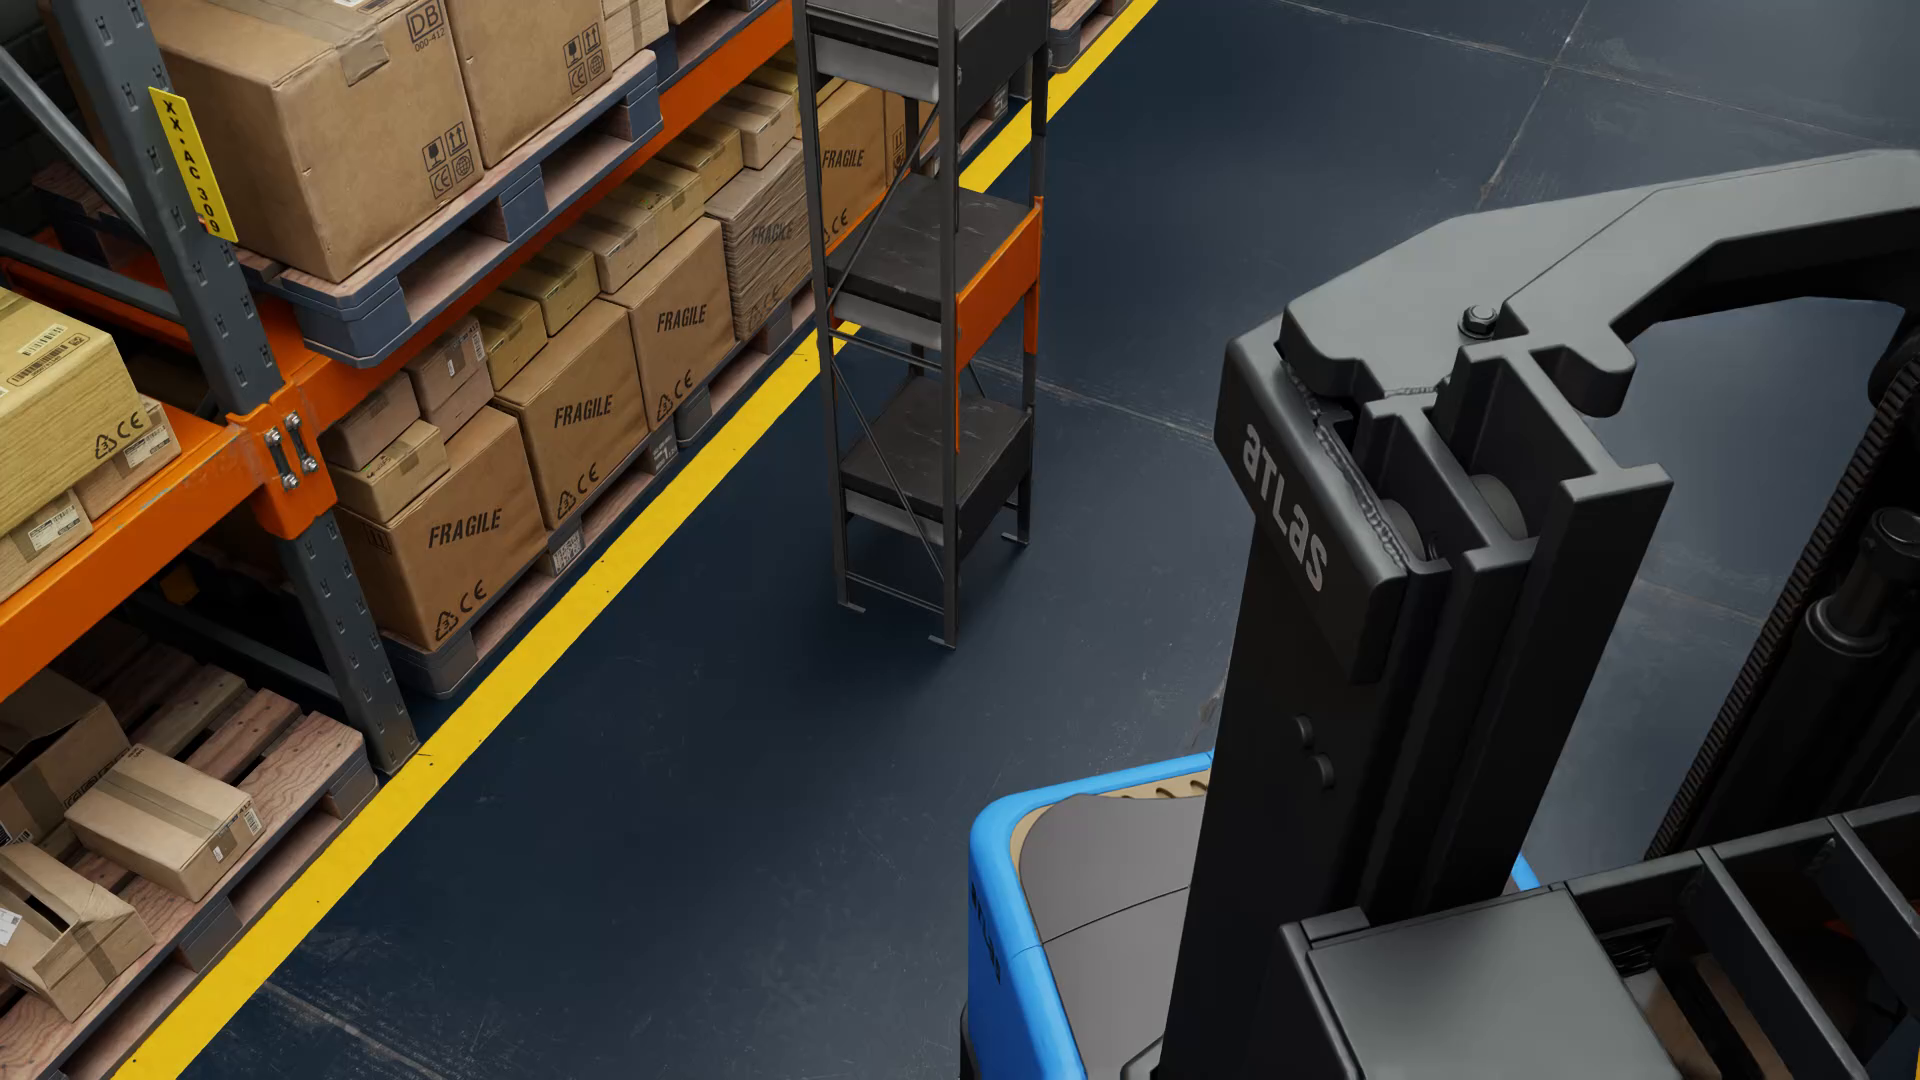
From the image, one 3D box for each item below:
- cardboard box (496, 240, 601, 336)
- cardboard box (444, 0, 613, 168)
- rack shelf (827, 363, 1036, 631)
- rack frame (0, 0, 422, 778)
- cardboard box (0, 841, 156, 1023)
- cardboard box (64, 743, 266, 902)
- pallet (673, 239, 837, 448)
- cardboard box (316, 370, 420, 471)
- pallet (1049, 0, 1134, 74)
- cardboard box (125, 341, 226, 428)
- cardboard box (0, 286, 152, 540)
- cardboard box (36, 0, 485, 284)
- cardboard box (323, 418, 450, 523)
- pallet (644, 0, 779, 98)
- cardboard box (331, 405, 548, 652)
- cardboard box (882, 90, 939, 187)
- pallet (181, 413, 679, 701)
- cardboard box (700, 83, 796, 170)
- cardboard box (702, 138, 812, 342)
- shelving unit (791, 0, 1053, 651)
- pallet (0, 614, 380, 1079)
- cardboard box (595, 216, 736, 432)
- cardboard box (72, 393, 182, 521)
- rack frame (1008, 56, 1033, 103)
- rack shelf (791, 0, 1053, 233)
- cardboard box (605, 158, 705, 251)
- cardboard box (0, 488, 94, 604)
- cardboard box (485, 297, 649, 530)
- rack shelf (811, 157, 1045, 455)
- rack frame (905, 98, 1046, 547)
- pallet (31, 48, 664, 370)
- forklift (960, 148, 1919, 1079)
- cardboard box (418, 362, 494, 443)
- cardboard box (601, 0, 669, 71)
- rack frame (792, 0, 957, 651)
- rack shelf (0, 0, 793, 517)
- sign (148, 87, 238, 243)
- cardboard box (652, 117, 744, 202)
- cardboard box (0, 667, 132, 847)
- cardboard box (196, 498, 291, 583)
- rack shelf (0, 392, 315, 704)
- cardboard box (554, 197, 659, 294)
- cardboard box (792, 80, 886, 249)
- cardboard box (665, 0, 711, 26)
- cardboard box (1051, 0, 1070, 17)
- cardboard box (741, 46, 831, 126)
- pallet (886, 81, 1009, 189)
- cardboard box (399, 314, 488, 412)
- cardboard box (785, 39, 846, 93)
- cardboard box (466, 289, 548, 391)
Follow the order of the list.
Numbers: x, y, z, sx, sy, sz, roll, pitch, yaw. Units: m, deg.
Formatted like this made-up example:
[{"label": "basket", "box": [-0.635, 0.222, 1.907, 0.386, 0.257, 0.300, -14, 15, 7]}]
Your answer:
[{"label": "cardboard box", "box": [-1.298, -0.778, 4.916, 0.380, 0.149, 0.250, 20, 49, 18]}, {"label": "cardboard box", "box": [-1.321, -1.340, 4.100, 0.700, 0.500, 0.500, 21, 49, 19]}, {"label": "rack shelf", "box": [-0.077, -0.132, 4.908, 0.431, 0.518, 0.480, 20, 49, 19]}, {"label": "rack frame", "box": [-1.984, -0.600, 3.734, 1.000, 3.000, 0.127, 20, 49, 19]}, {"label": "cardboard box", "box": [-2.148, 0.886, 3.892, 0.396, 0.266, 0.258, 22, 49, 20]}, {"label": "cardboard box", "box": [-1.983, 0.703, 4.156, 0.380, 0.149, 0.250, 19, 48, 18]}, {"label": "pallet", "box": [-1.075, -0.916, 6.007, 1.003, 0.211, 1.213, 20, 49, 19]}, {"label": "cardboard box", "box": [-1.636, -0.360, 4.293, 0.380, 0.149, 0.250, 20, 49, 18]}, {"label": "pallet", "box": [0.289, -2.645, 7.716, 1.003, 0.211, 1.213, 20, 49, 19]}, {"label": "cardboard box", "box": [-2.069, -0.424, 4.566, 0.380, 0.149, 0.250, 19, 48, 18]}, {"label": "cardboard box", "box": [-2.004, -0.250, 3.285, 0.500, 0.250, 0.500, 22, 49, 20]}, {"label": "cardboard box", "box": [-1.561, -1.014, 3.777, 0.700, 0.500, 0.500, 22, 49, 20]}, {"label": "cardboard box", "box": [-1.582, -0.235, 4.379, 0.380, 0.149, 0.250, 23, 50, 21]}, {"label": "pallet", "box": [-1.026, -1.826, 5.080, 1.003, 0.211, 1.213, 20, 49, 19]}, {"label": "cardboard box", "box": [-1.560, -0.099, 4.701, 0.500, 0.500, 0.500, 22, 49, 21]}, {"label": "cardboard box", "box": [-0.375, -1.740, 6.322, 0.500, 0.500, 0.500, 20, 49, 18]}, {"label": "pallet", "box": [-1.640, -0.145, 5.245, 1.003, 0.211, 1.213, 20, 49, 19]}, {"label": "cardboard box", "box": [-0.773, -1.396, 5.527, 0.380, 0.149, 0.250, 18, 48, 17]}, {"label": "cardboard box", "box": [-0.840, -1.076, 5.666, 0.500, 0.500, 0.500, 19, 48, 18]}, {"label": "shelving unit", "box": [-0.077, -0.634, 4.400, 0.431, 2.100, 0.503, 20, 49, 19]}, {"label": "pallet", "box": [-2.304, 0.813, 4.299, 1.003, 0.211, 1.213, 20, 49, 19]}, {"label": "cardboard box", "box": [-1.086, -0.751, 5.345, 0.500, 0.500, 0.500, 19, 48, 18]}, {"label": "cardboard box", "box": [-1.908, -0.227, 3.542, 0.380, 0.149, 0.250, 21, 49, 20]}, {"label": "rack frame", "box": [-0.127, -3.120, 6.224, 1.000, 3.000, 0.127, 20, 49, 19]}, {"label": "rack shelf", "box": [-0.077, -1.116, 3.912, 0.431, 0.518, 0.480, 20, 49, 19]}, {"label": "cardboard box", "box": [-1.031, -1.078, 5.213, 0.380, 0.149, 0.250, 22, 49, 20]}, {"label": "cardboard box", "box": [-2.010, -0.056, 3.373, 0.380, 0.149, 0.250, 22, 49, 20]}, {"label": "cardboard box", "box": [-1.322, -0.438, 5.036, 0.500, 0.500, 0.500, 20, 49, 19]}, {"label": "rack shelf", "box": [-0.077, -0.624, 4.410, 0.431, 0.518, 0.480, 20, 49, 19]}, {"label": "rack frame", "box": [0.036, -0.788, 4.552, 0.400, 2.100, 0.015, 20, 49, 19]}, {"label": "pallet", "box": [-1.516, -1.000, 4.264, 1.003, 0.211, 1.213, 20, 49, 19]}, {"label": "forklift", "box": [0.874, 1.163, 2.040, 1.130, 2.935, 3.031, -11, 46, -10]}, {"label": "cardboard box", "box": [-1.522, -0.435, 4.577, 0.380, 0.149, 0.250, 19, 48, 18]}, {"label": "cardboard box", "box": [-0.999, -1.449, 4.372, 0.396, 0.266, 0.258, 23, 50, 21]}, {"label": "rack frame", "box": [-0.190, -0.480, 4.248, 0.400, 2.100, 0.015, 20, 49, 19]}, {"label": "rack shelf", "box": [-1.056, -1.607, 5.235, 1.077, 0.370, 4.000, 20, 49, 19]}, {"label": "sign", "box": [-1.500, -0.730, 3.254, 0.100, 0.325, 0.005, 20, 49, 19]}, {"label": "cardboard box", "box": [-0.932, -1.258, 5.390, 0.380, 0.149, 0.250, 21, 49, 19]}, {"label": "cardboard box", "box": [-2.500, 0.536, 4.207, 0.500, 0.311, 0.500, 22, 49, 20]}, {"label": "cardboard box", "box": [-2.018, -0.276, 4.876, 0.500, 0.500, 0.500, 20, 49, 19]}, {"label": "rack shelf", "box": [-2.913, 0.913, 2.745, 1.077, 0.370, 4.000, 20, 49, 19]}, {"label": "cardboard box", "box": [-1.149, -0.923, 5.059, 0.380, 0.149, 0.250, 20, 49, 19]}, {"label": "cardboard box", "box": [-0.615, -1.409, 5.996, 0.500, 0.500, 0.500, 22, 49, 21]}, {"label": "cardboard box", "box": [-0.957, -1.834, 4.588, 0.700, 0.500, 0.500, 20, 49, 19]}, {"label": "cardboard box", "box": [0.174, -2.821, 7.304, 0.875, 0.625, 0.625, 22, 49, 20]}, {"label": "cardboard box", "box": [-0.671, -1.580, 5.709, 0.380, 0.149, 0.250, 20, 49, 18]}, {"label": "pallet", "box": [-0.507, -1.682, 6.764, 1.003, 0.211, 1.213, 20, 49, 19]}, {"label": "cardboard box", "box": [-1.504, -0.519, 4.451, 0.380, 0.149, 0.250, 18, 48, 17]}, {"label": "cardboard box", "box": [-0.556, -1.737, 5.864, 0.380, 0.149, 0.250, 22, 49, 20]}, {"label": "cardboard box", "box": [-1.413, -0.600, 4.741, 0.380, 0.149, 0.250, 18, 48, 17]}]
